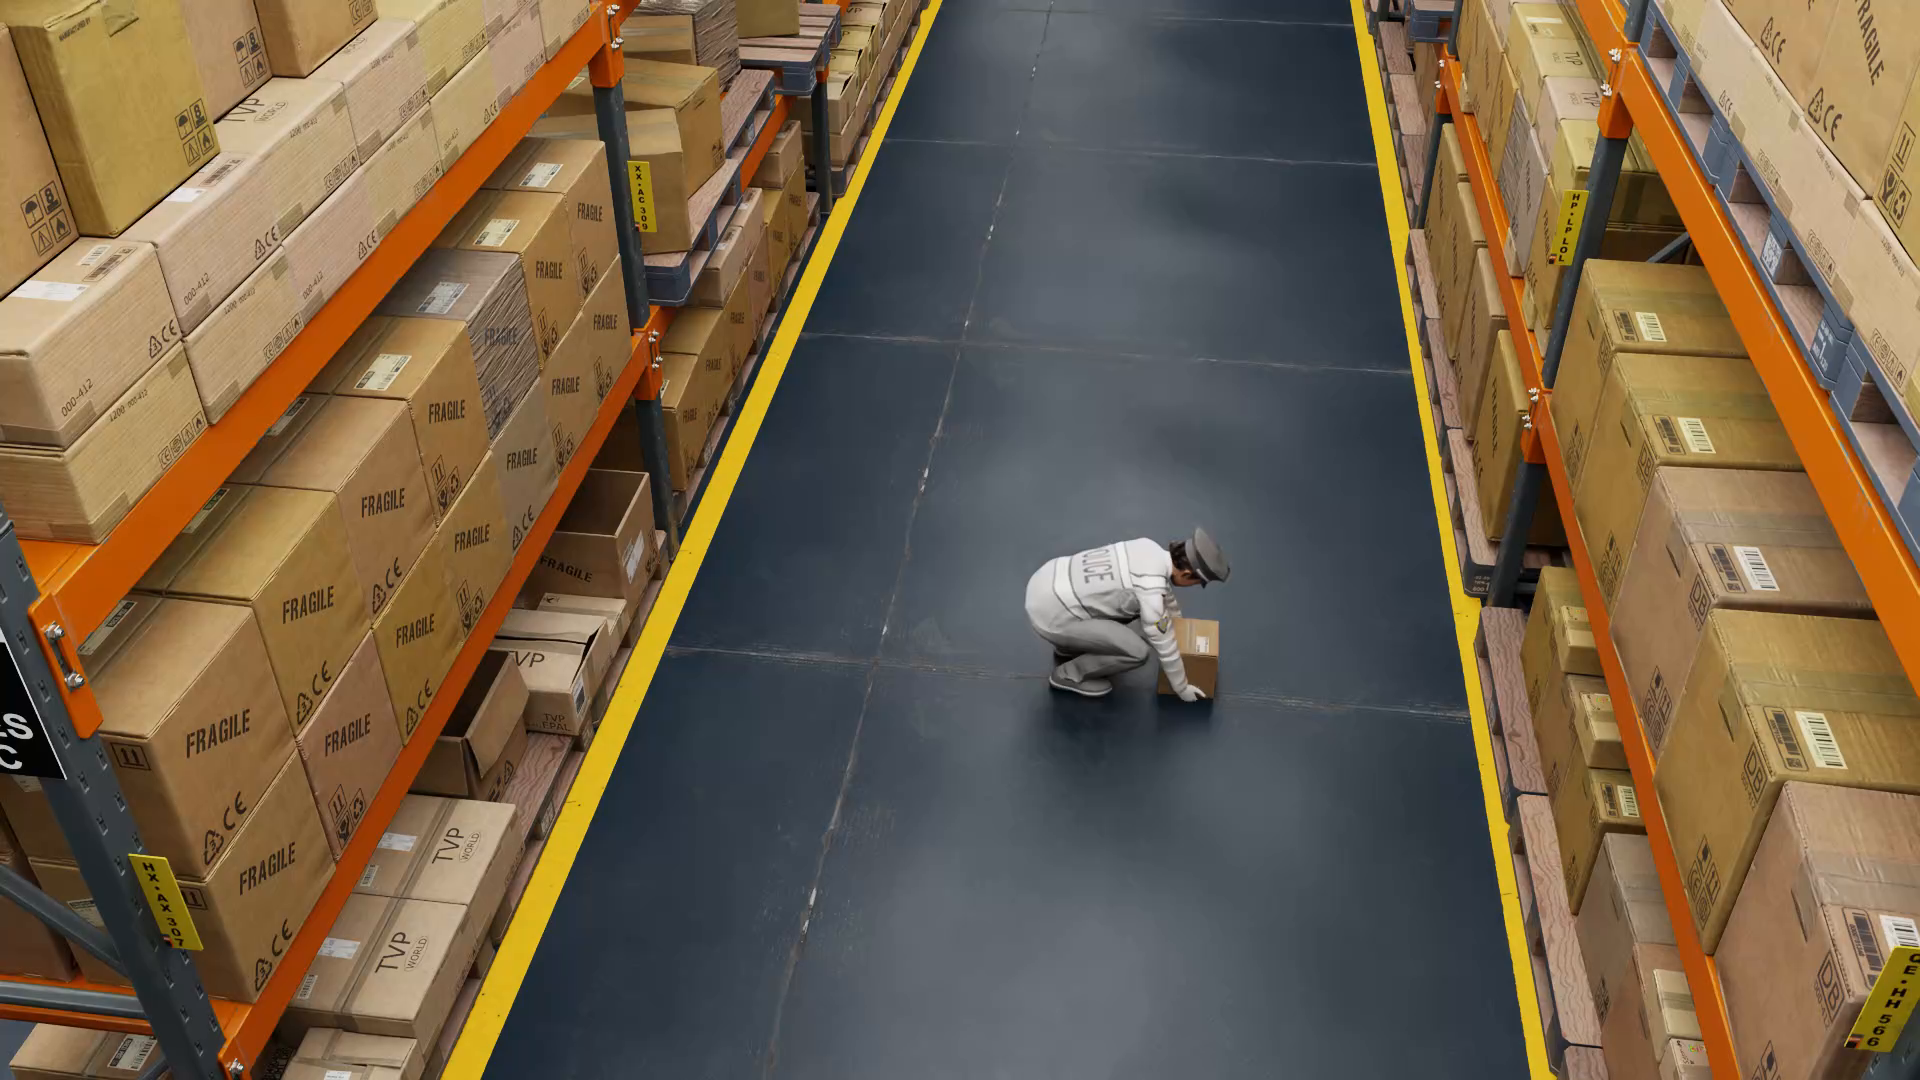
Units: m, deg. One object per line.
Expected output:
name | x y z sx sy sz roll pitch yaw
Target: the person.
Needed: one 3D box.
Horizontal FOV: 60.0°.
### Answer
person | 0.735 0.324 7.408 0.886 0.853 0.473 4 37 6
